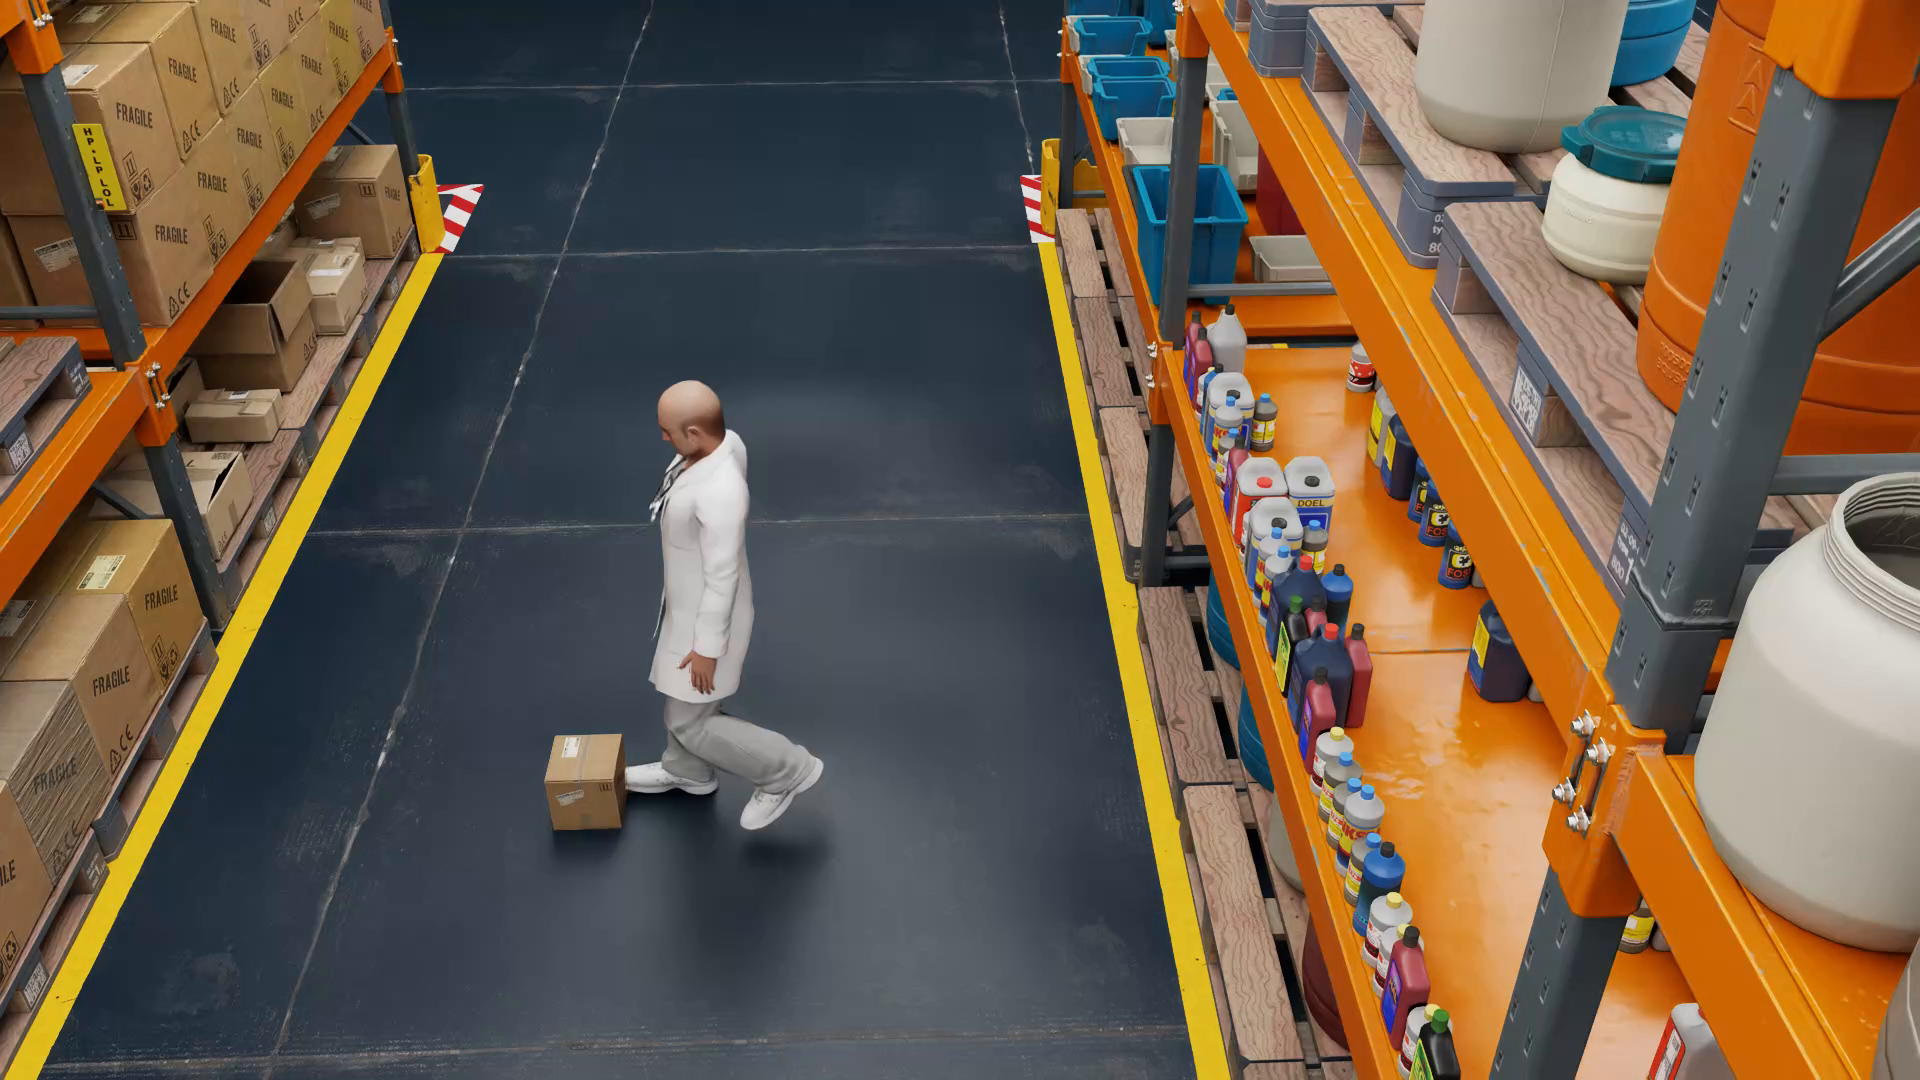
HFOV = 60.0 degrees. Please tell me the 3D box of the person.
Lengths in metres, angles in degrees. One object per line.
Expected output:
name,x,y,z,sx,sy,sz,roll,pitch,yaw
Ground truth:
person,-0.895,0.253,5.761,0.764,1.766,0.626,-5,35,-7
